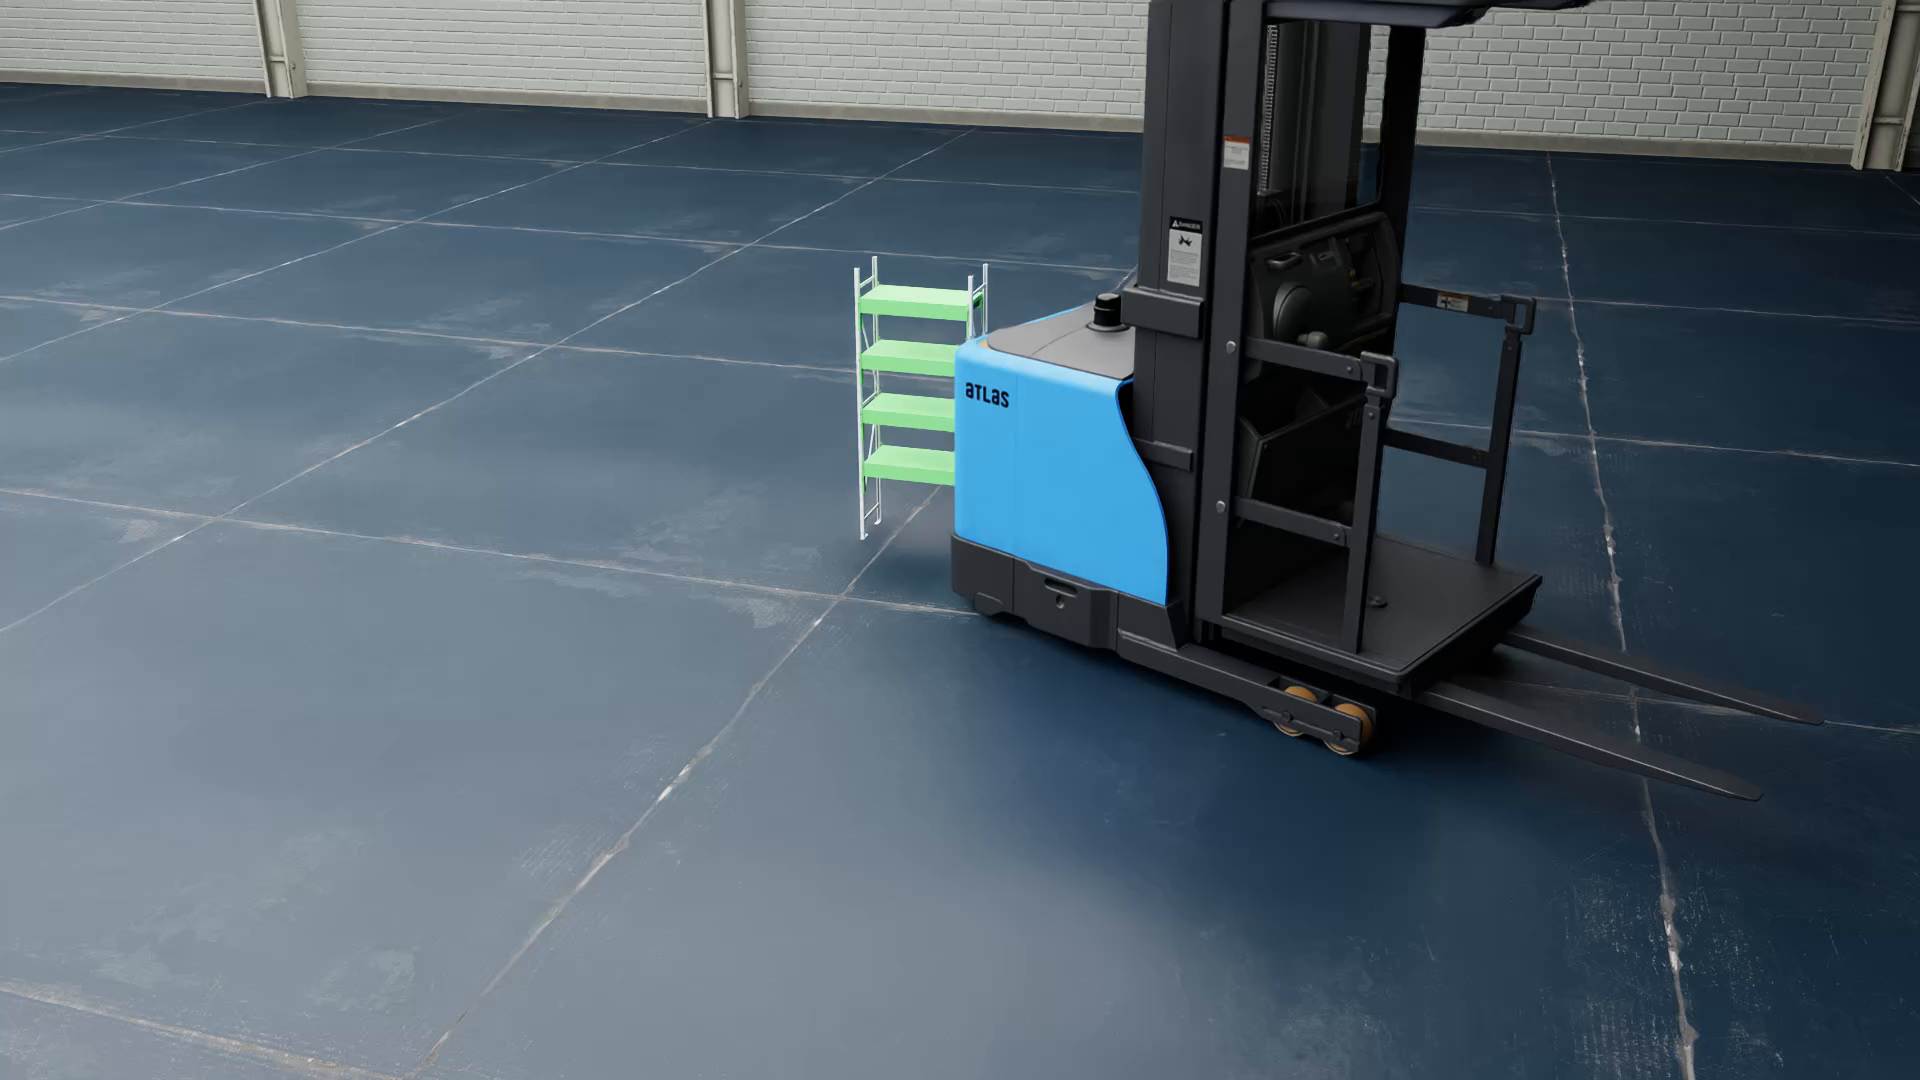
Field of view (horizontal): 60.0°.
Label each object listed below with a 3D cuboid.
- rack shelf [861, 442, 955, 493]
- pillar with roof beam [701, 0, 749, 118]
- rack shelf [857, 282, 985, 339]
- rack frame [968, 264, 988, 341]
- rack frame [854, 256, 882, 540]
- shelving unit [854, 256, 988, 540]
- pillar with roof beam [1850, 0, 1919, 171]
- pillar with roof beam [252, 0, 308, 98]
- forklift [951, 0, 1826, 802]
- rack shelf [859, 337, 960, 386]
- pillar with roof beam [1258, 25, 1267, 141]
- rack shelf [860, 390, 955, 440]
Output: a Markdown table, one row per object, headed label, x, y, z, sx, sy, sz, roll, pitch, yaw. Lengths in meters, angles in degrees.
| label | x | y | z | sx | sy | sz | roll | pitch | yaw |
| --- | --- | --- | --- | --- | --- | --- | --- | --- | --- |
| rack shelf | -0.158 | -0.292 | 7.202 | 0.480 | 0.148 | 0.258 | 7 | 23 | 16 |
| pillar with roof beam | -3.914 | -7.502 | 13.701 | 0.400 | 9.000 | 9.100 | 7 | 23 | 16 |
| rack shelf | -0.158 | -0.958 | 6.929 | 0.480 | 0.148 | 0.258 | 7 | 23 | 16 |
| rack frame | 0.075 | -0.547 | 7.021 | 0.015 | 1.200 | 0.240 | 7 | 23 | 16 |
| rack frame | -0.392 | -0.600 | 7.152 | 0.015 | 1.200 | 0.240 | 7 | 23 | 16 |
| shelving unit | -0.158 | -0.573 | 7.087 | 0.503 | 1.200 | 0.258 | 7 | 23 | 16 |
| pillar with roof beam | 7.574 | -6.186 | 10.494 | 0.400 | 9.000 | 9.100 | 7 | 23 | 16 |
| pillar with roof beam | -9.658 | -8.159 | 15.304 | 0.400 | 9.000 | 9.100 | 7 | 23 | 16 |
| forklift | 1.404 | -0.867 | 5.521 | 3.031 | 2.935 | 1.130 | 18 | 29 | 38 |
| rack shelf | -0.158 | -0.736 | 7.020 | 0.480 | 0.148 | 0.258 | 7 | 23 | 16 |
| pillar with roof beam | 1.830 | -6.844 | 12.097 | 0.400 | 9.000 | 9.100 | 7 | 23 | 16 |
| rack shelf | -0.158 | -0.514 | 7.111 | 0.480 | 0.148 | 0.258 | 7 | 23 | 16 |
